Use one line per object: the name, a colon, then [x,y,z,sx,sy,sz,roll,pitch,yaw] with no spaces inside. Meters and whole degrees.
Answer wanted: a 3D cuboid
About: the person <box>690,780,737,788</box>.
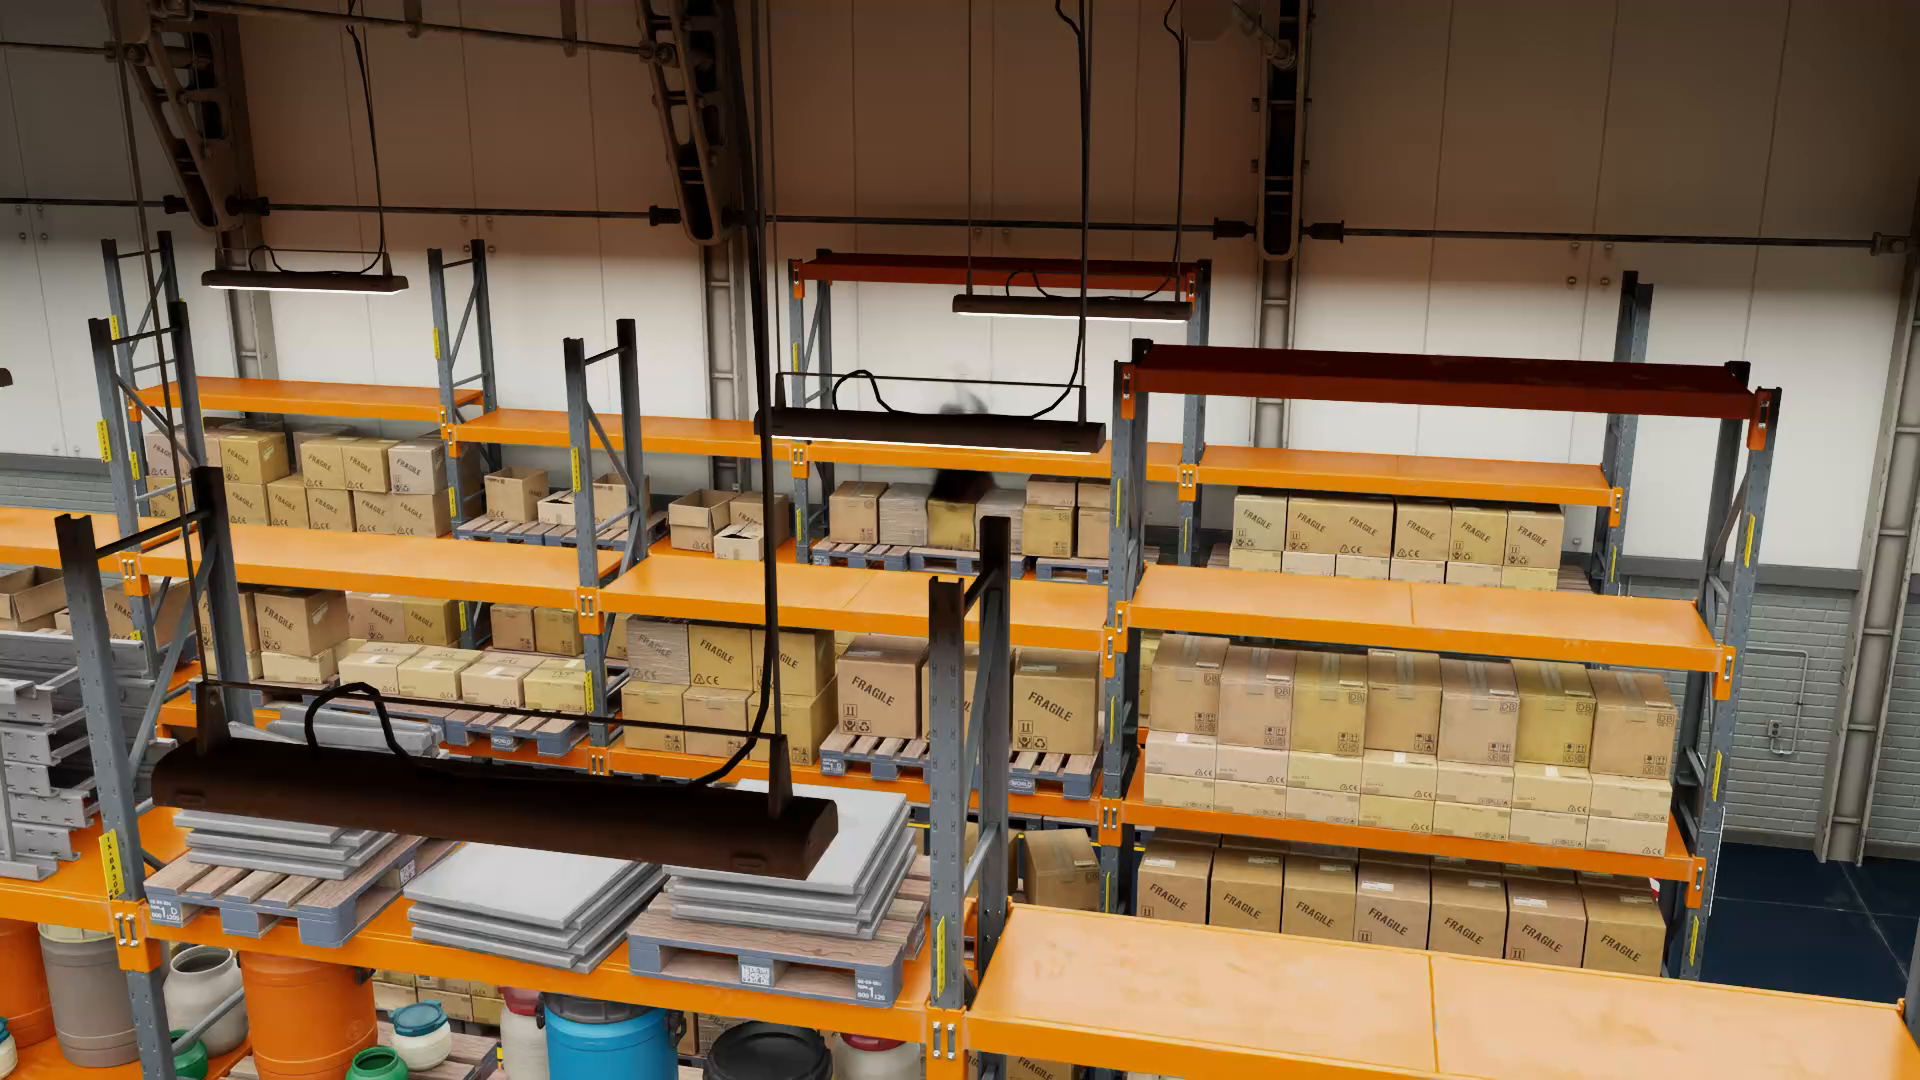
person: [-2.218,2.696,16.014,0.801,1.836,0.643,2,16,5]
